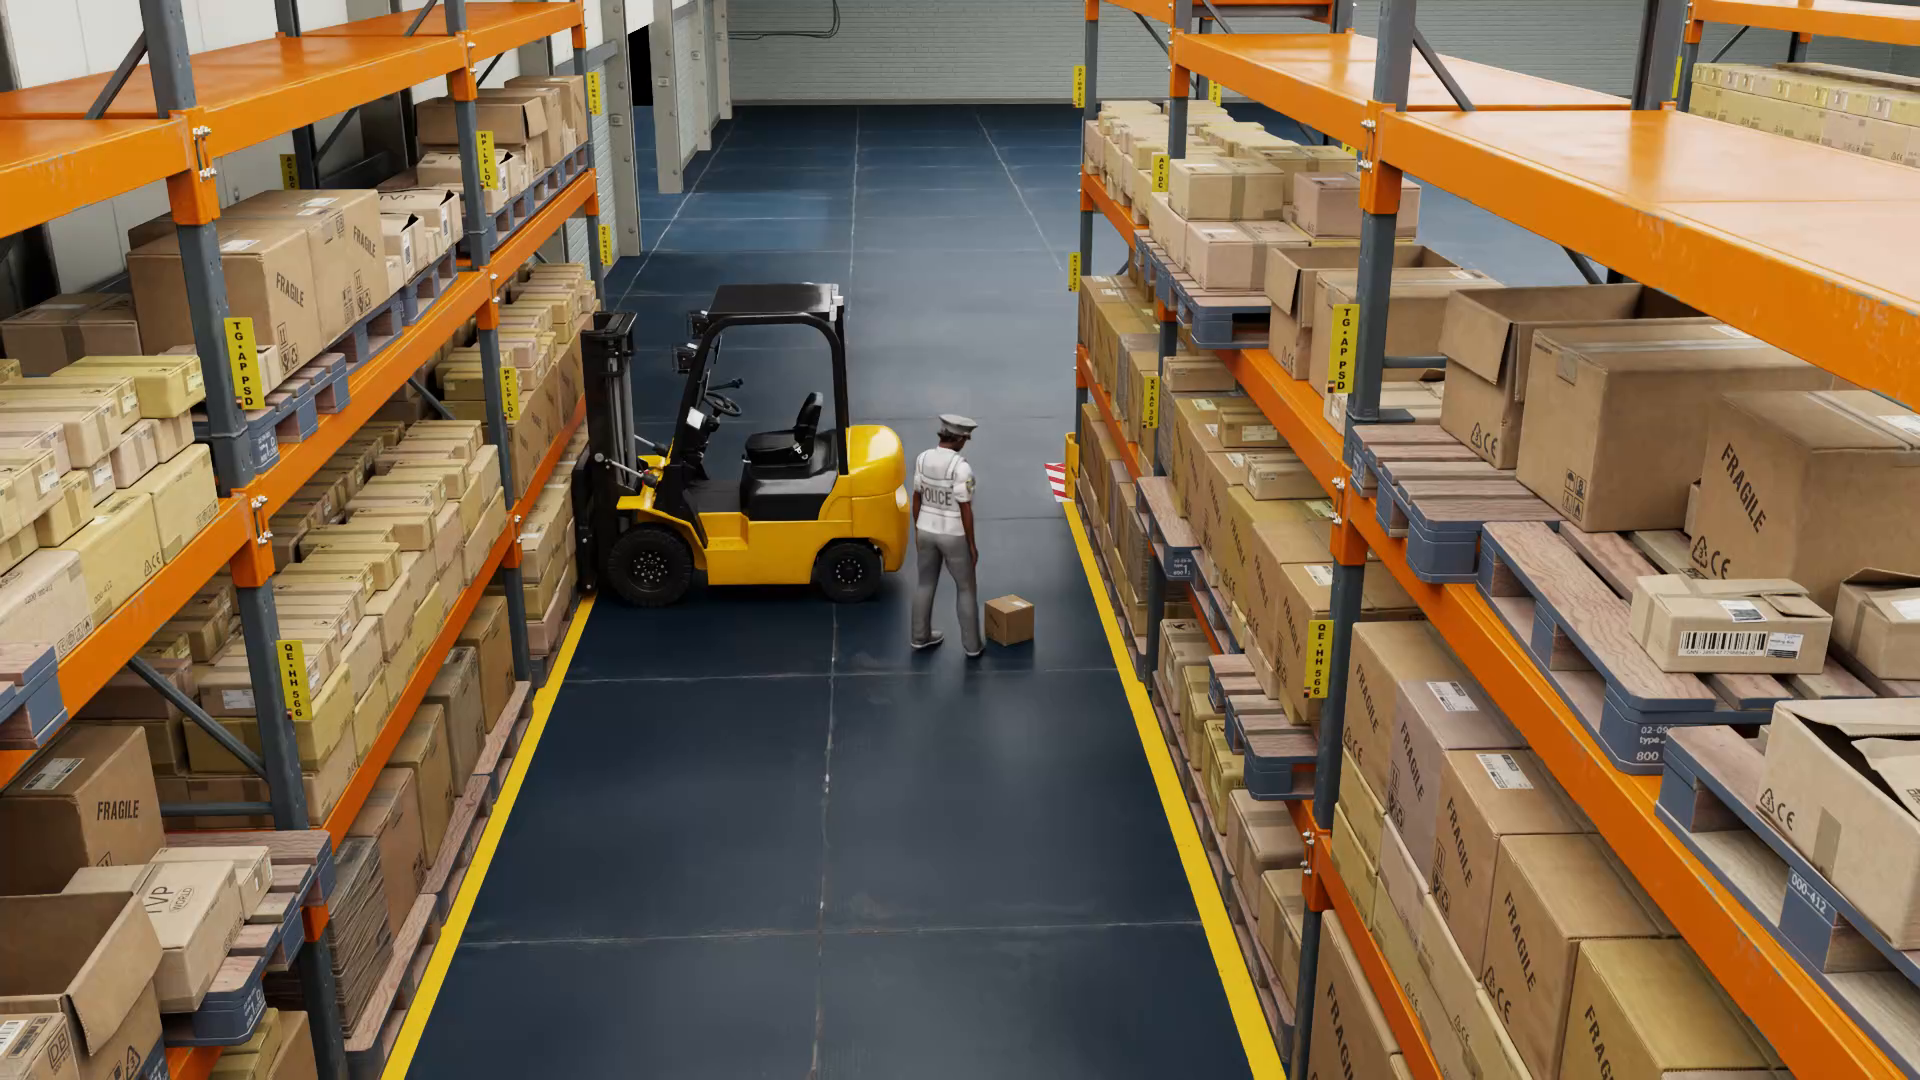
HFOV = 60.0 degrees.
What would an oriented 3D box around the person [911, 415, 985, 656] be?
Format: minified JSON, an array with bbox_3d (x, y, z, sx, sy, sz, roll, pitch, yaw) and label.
[{"bbox_3d":[-0.060,-0.023,11.108,0.505,1.653,0.423,15,25,35],"label":"person"}]
